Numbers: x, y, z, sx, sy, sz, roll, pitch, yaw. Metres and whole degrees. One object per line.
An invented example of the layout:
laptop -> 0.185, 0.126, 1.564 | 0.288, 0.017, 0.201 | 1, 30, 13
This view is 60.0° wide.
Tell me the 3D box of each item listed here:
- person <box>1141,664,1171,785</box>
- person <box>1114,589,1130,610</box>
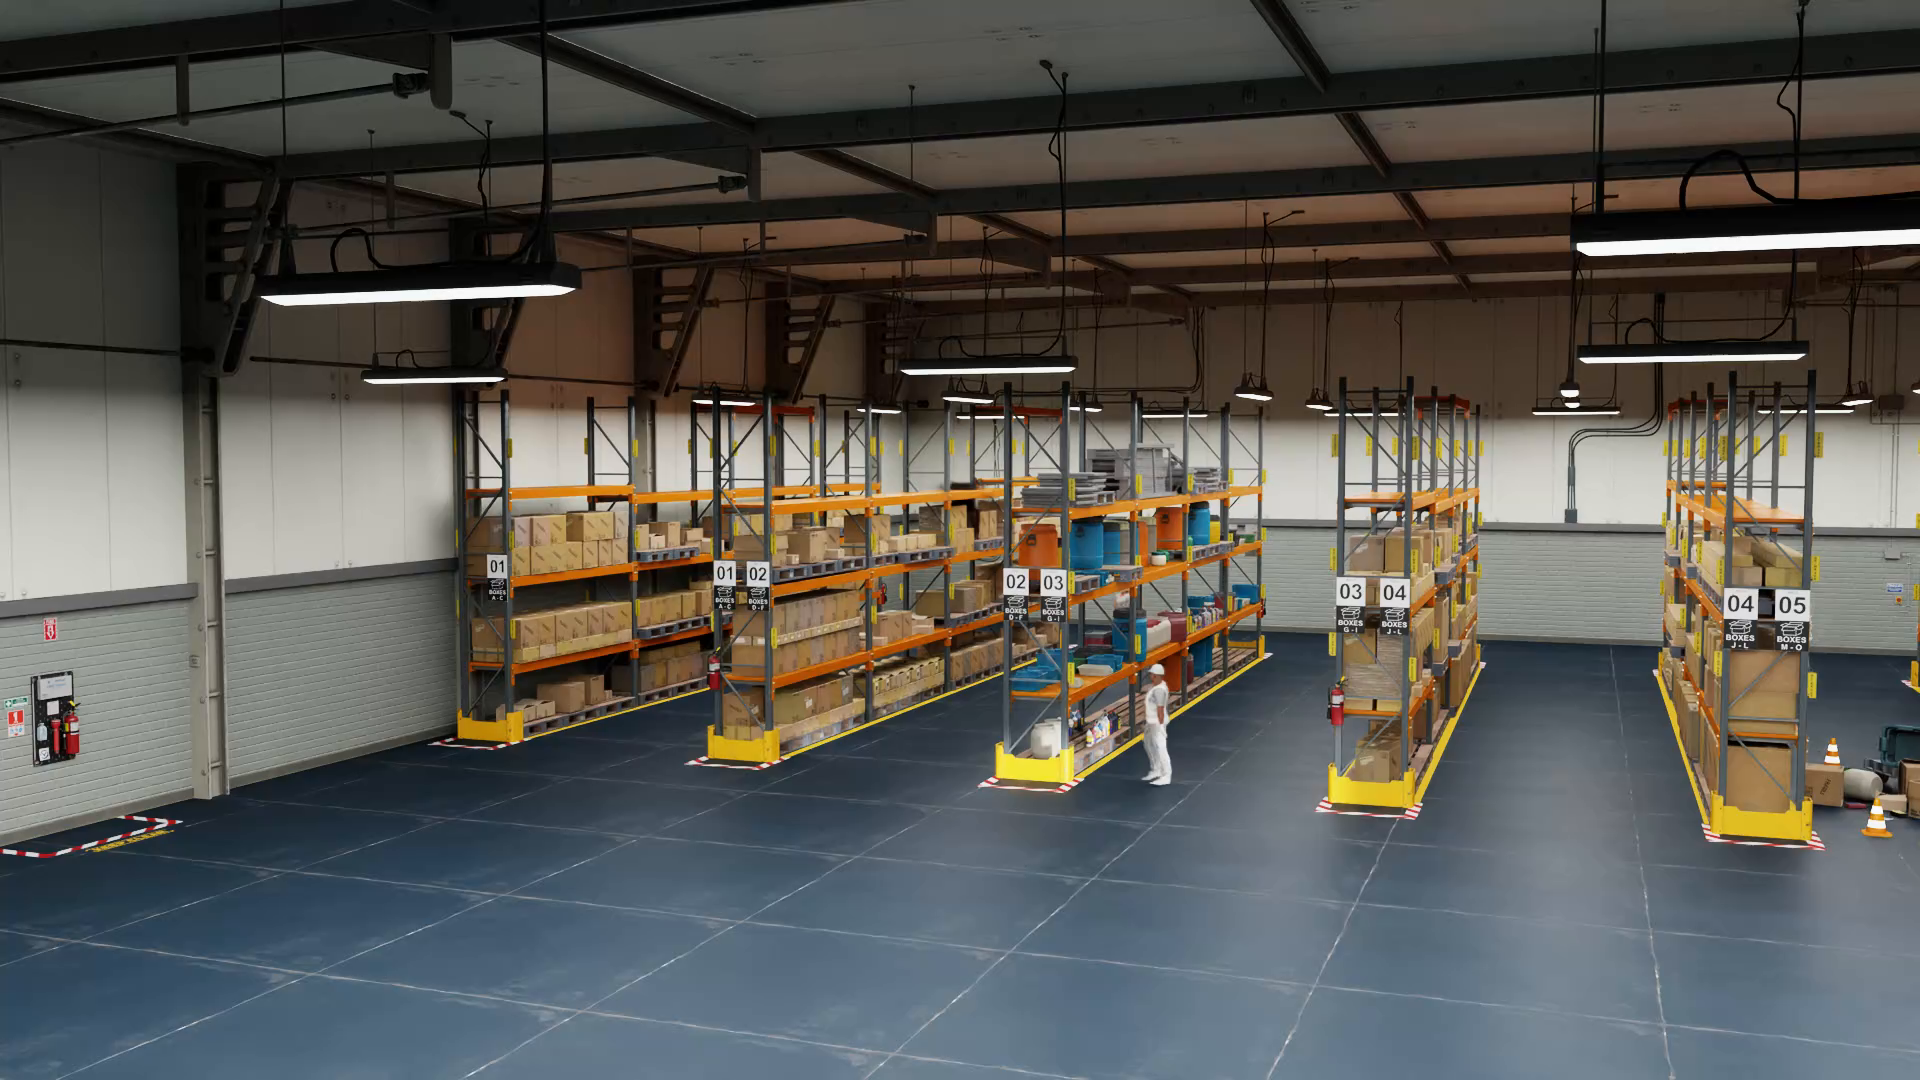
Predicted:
person -> 2.925, 2.736, 24.816 | 0.395, 1.812, 0.724 | 0, 3, -4
person -> 4.053, 1.910, 41.556 | 0.516, 1.652, 0.973 | 1, 3, 22
